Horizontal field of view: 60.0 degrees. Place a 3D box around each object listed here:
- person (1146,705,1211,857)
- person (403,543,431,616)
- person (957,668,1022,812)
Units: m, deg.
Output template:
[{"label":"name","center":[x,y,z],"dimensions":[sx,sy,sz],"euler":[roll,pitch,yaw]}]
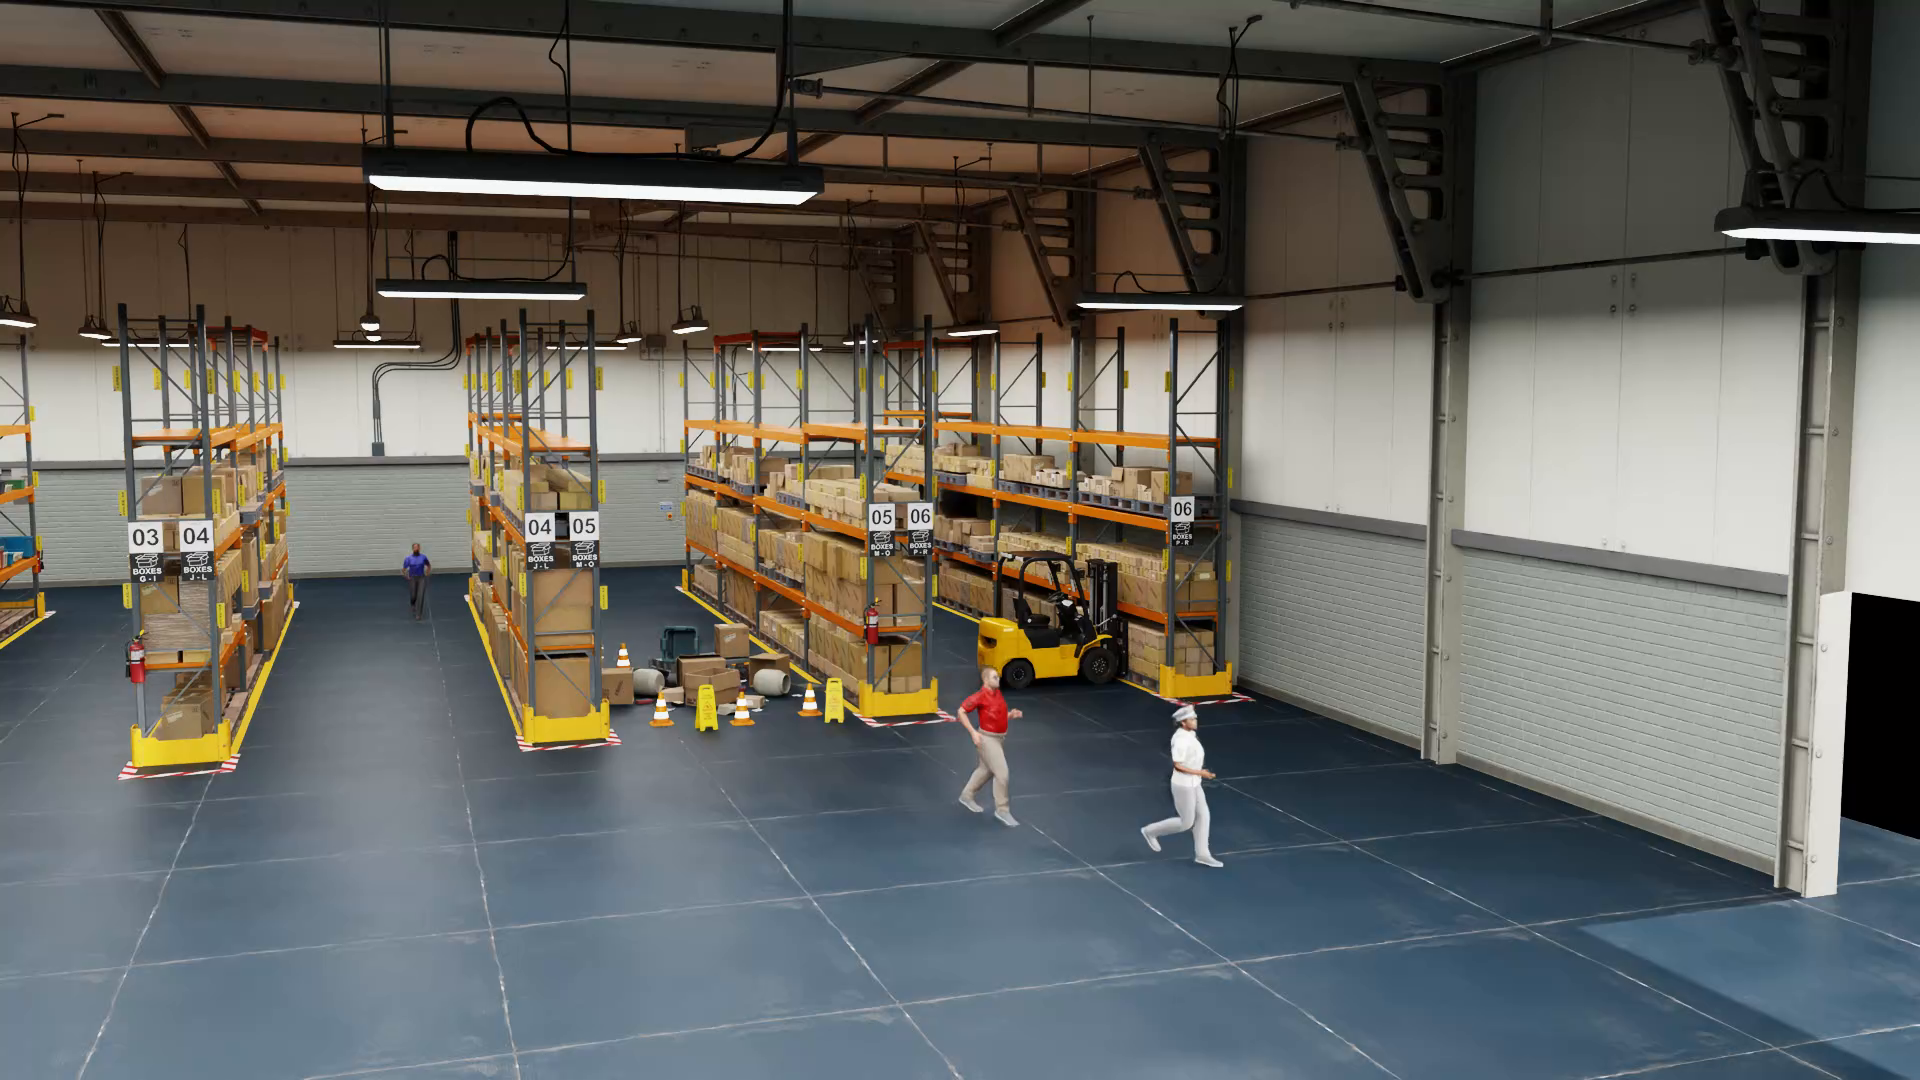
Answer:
[{"label":"person","center":[2.283,2.493,17.247],"dimensions":[0.665,1.608,0.538],"euler":[2,6,19]},{"label":"person","center":[-11.486,0.831,35.213],"dimensions":[0.589,1.558,0.621],"euler":[-2,6,-23]},{"label":"person","center":[0.341,2.261,18.956],"dimensions":[0.783,1.618,0.640],"euler":[2,6,23]}]
